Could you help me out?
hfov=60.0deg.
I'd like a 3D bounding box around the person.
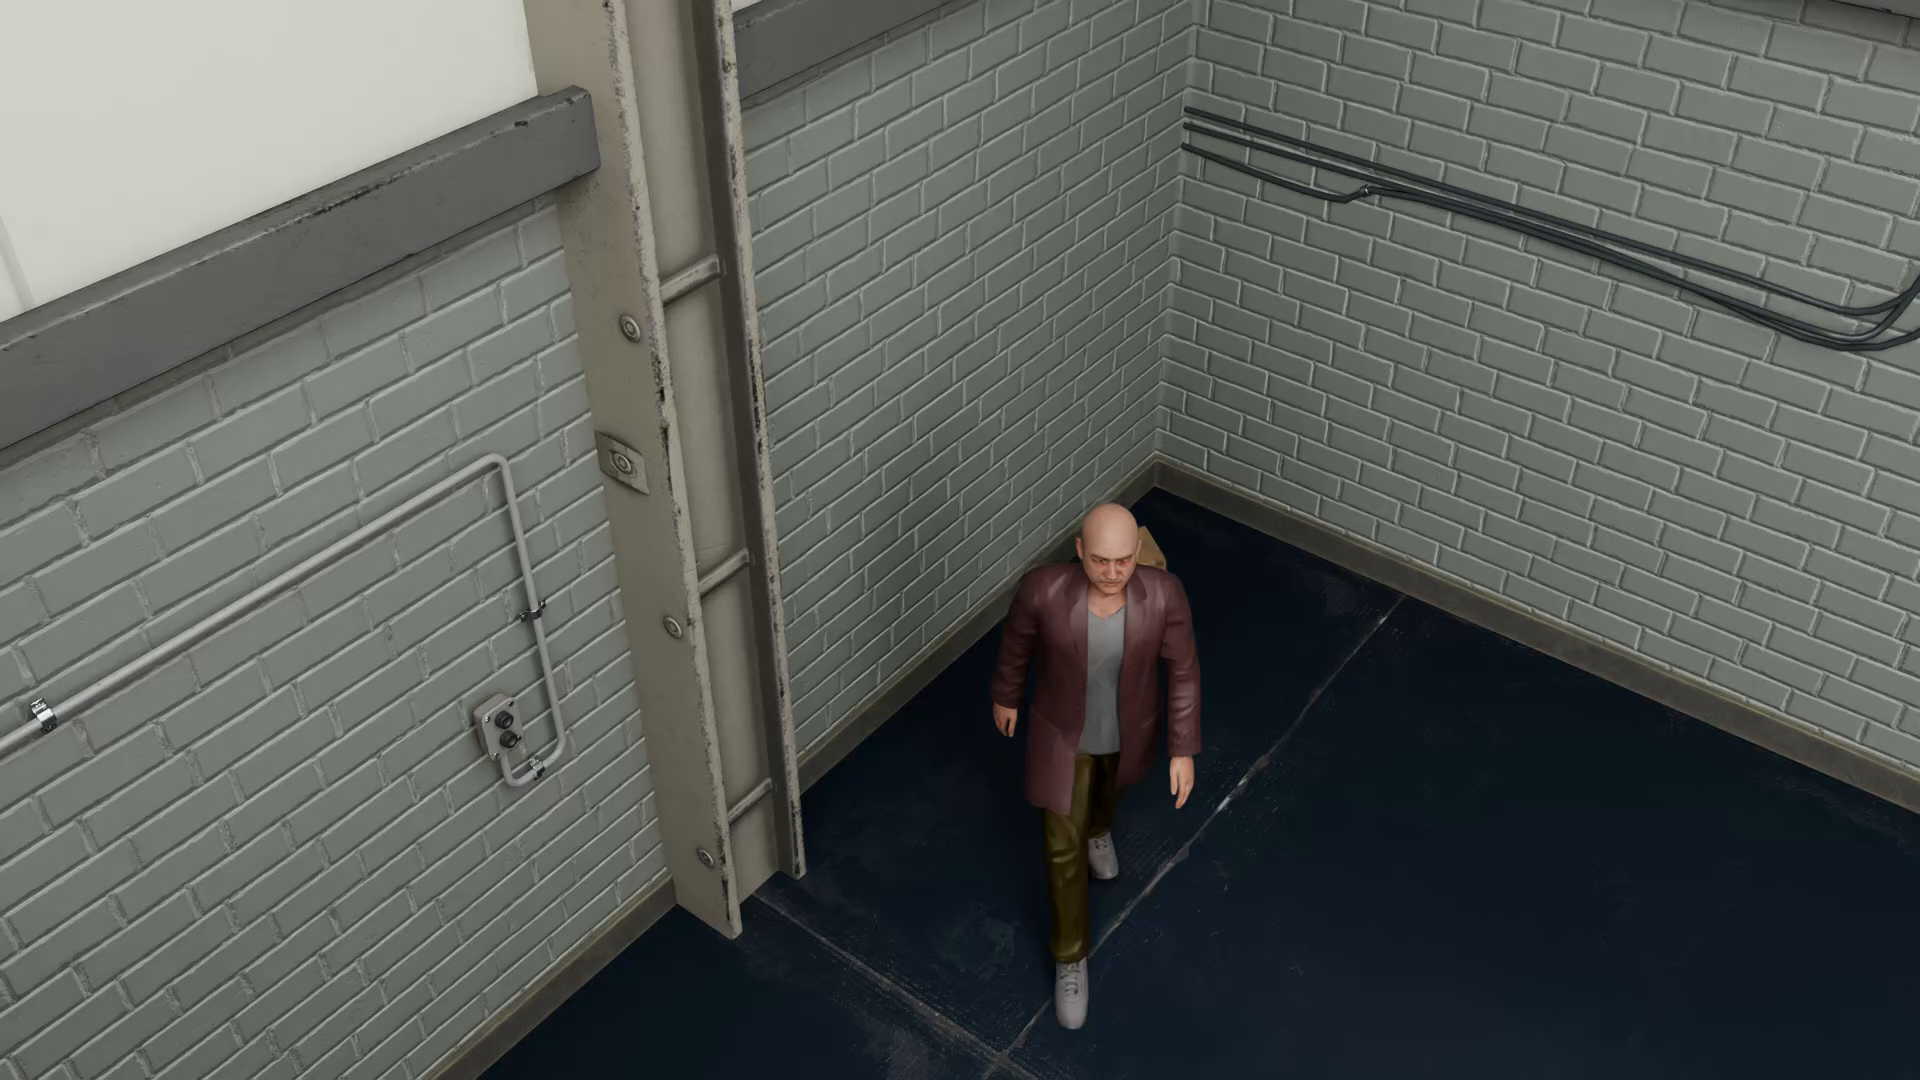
[{"bbox_3d":[0.435,0.645,5.353,0.658,1.780,0.950,-2,38,-3],"label":"person"}]
